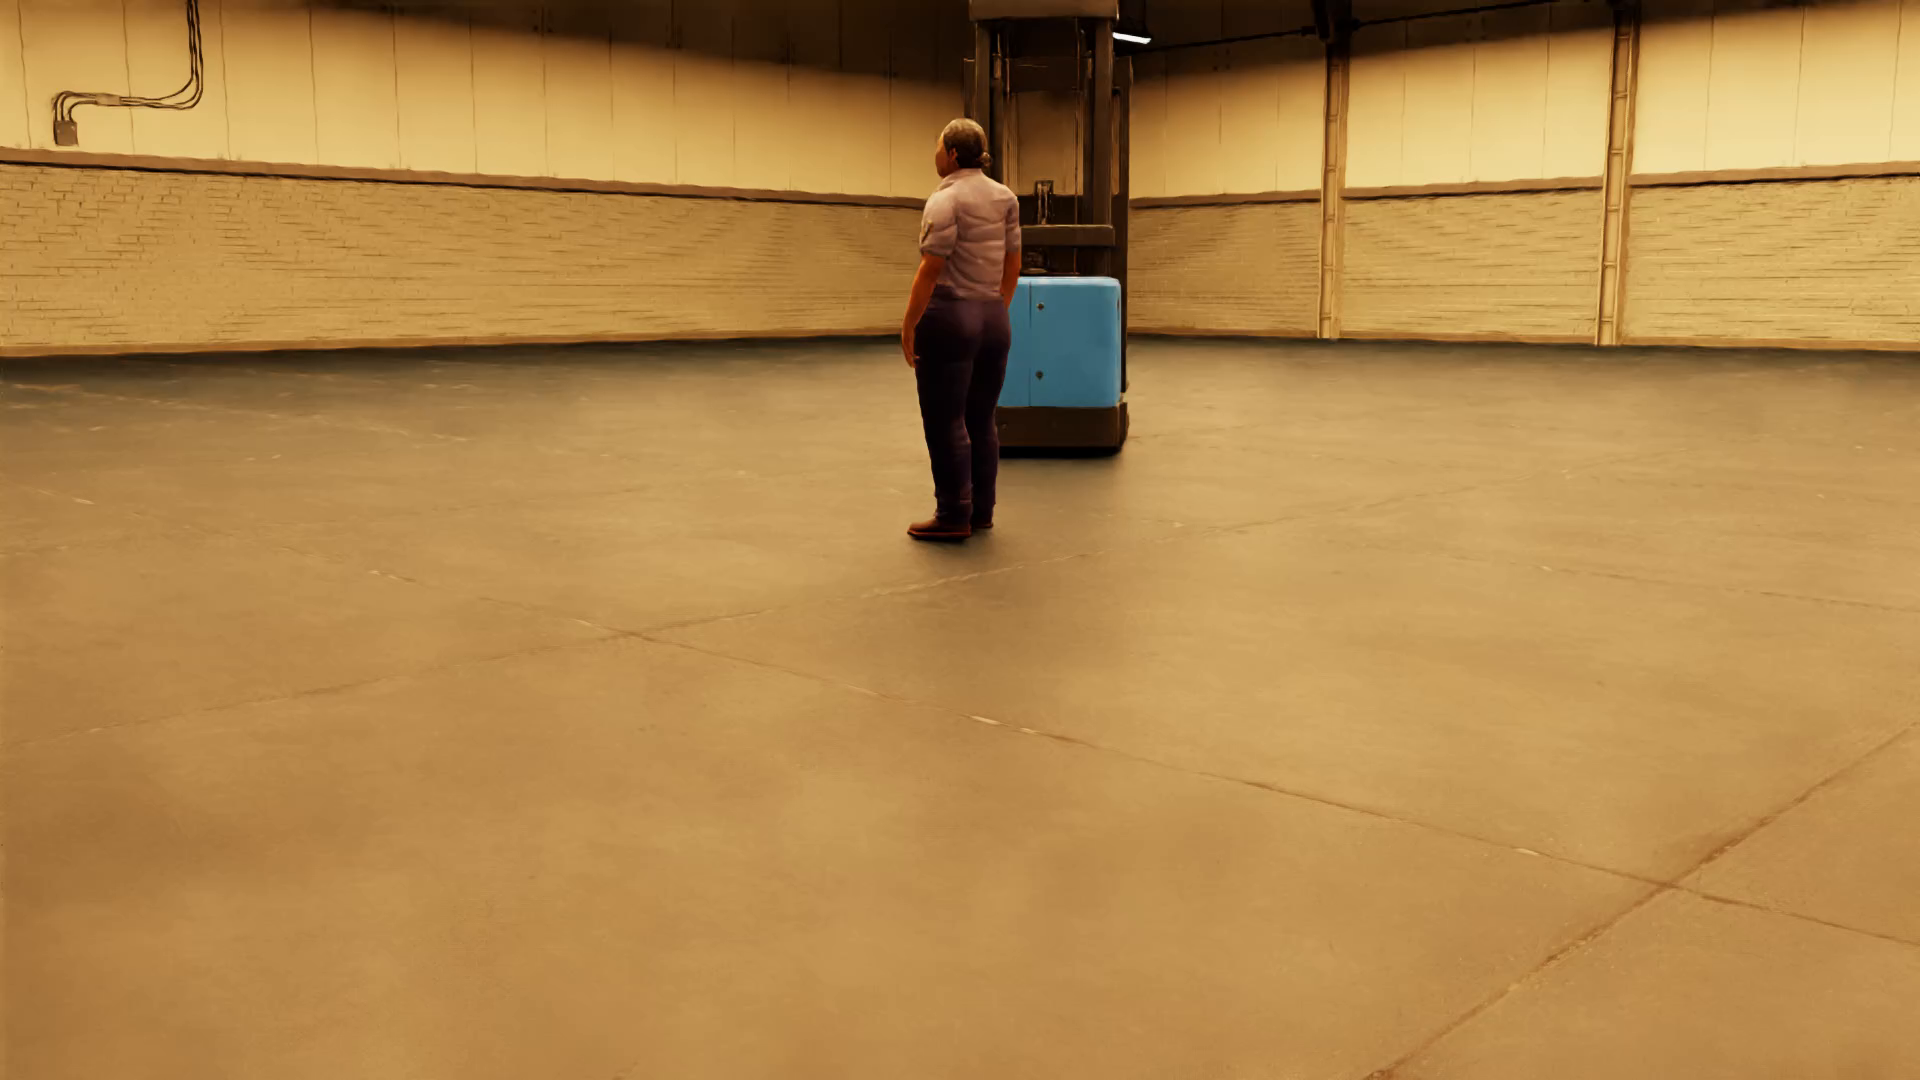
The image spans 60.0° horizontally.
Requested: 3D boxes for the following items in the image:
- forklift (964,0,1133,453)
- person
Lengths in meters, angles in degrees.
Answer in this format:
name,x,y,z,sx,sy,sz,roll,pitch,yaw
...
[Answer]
name,x,y,z,sx,sy,sz,roll,pitch,yaw
forklift,0.600,-2.164,11.247,1.130,2.935,3.031,1,9,7
person,-0.049,-0.833,6.672,0.502,1.650,0.599,8,12,43
